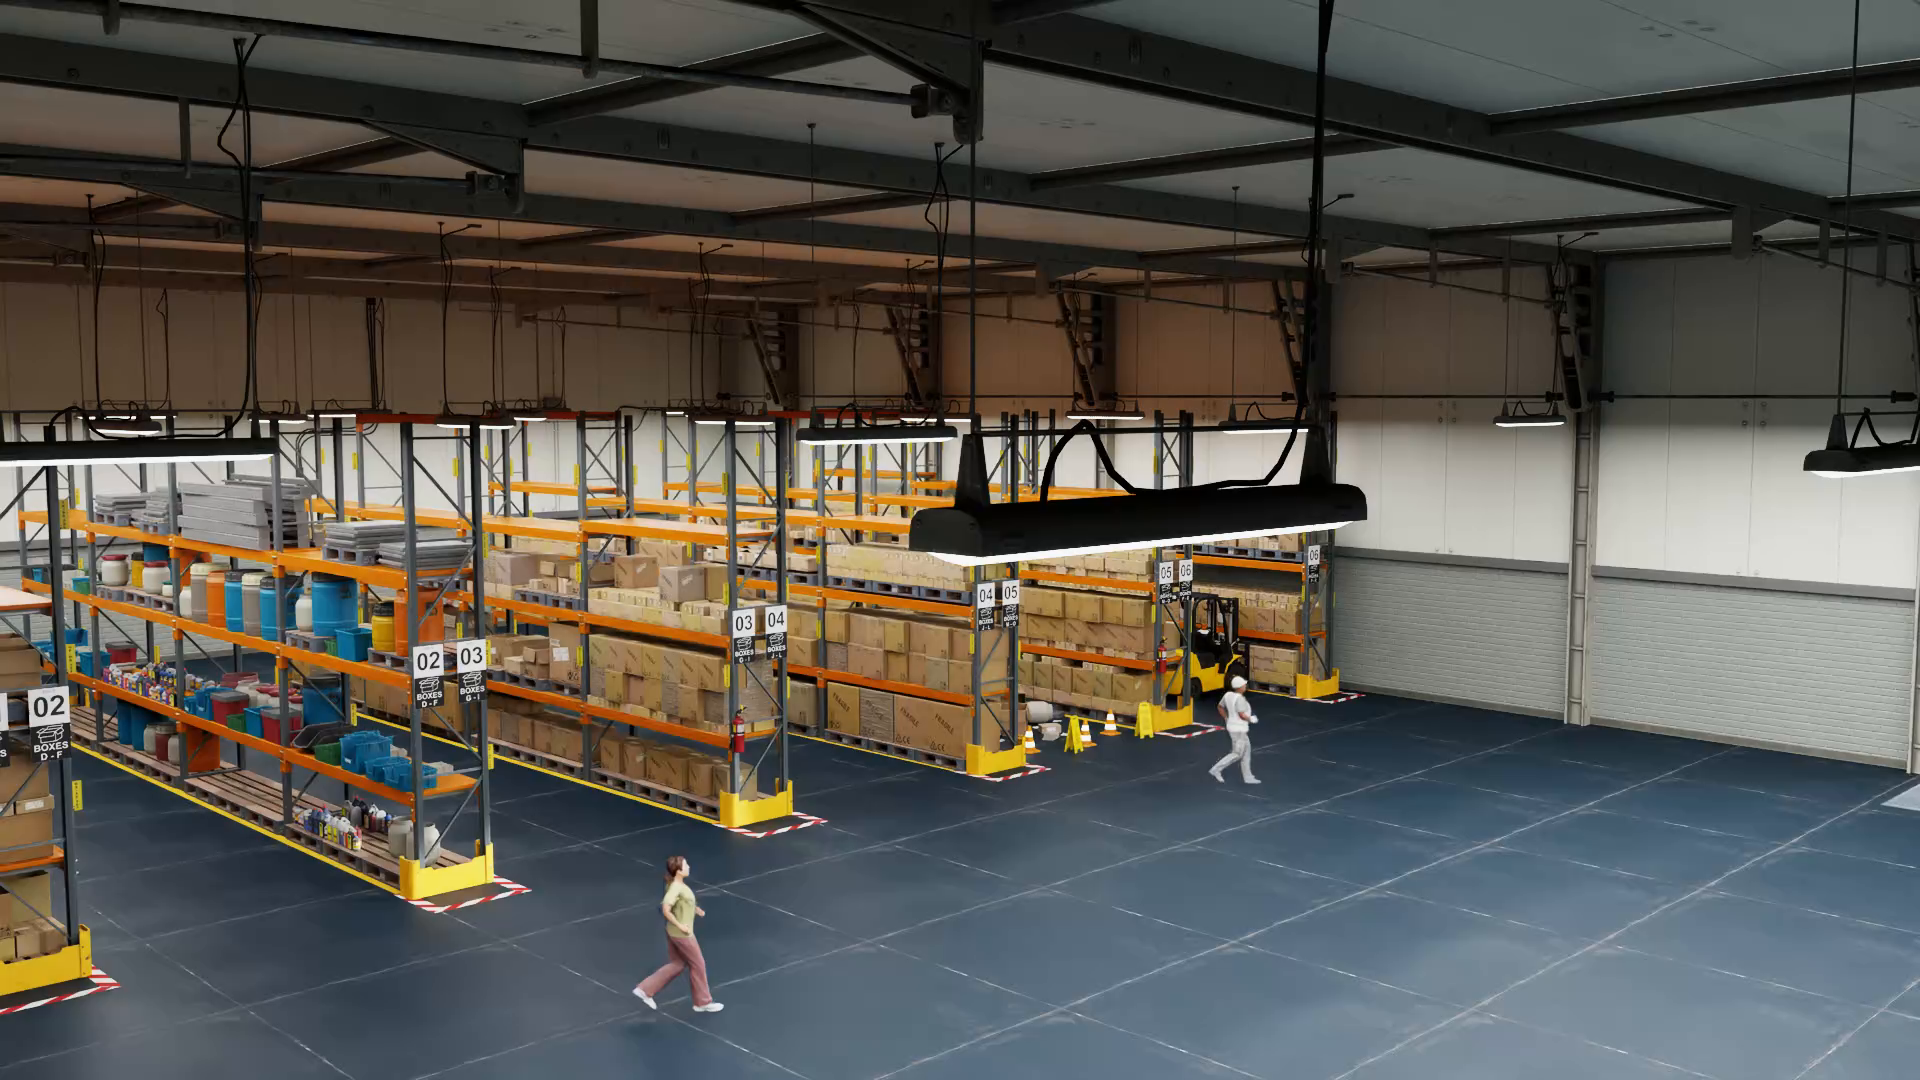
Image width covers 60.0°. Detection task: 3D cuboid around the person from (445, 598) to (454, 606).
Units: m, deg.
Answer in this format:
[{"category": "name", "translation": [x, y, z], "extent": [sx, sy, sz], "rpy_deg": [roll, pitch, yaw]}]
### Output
[{"category": "person", "translation": [-11.829, 2.123, 38.395], "extent": [0.710, 1.755, 0.914], "rpy_deg": [-1, 5, -7]}]

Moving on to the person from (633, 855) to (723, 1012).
[{"category": "person", "translation": [-2.869, 4.016, 16.908], "extent": [0.914, 1.656, 0.589], "rpy_deg": [-2, 5, -20]}]

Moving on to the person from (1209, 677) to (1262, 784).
[{"category": "person", "translation": [4.481, 3.103, 26.943], "extent": [0.917, 1.783, 0.645], "rpy_deg": [-1, 5, -7]}]
